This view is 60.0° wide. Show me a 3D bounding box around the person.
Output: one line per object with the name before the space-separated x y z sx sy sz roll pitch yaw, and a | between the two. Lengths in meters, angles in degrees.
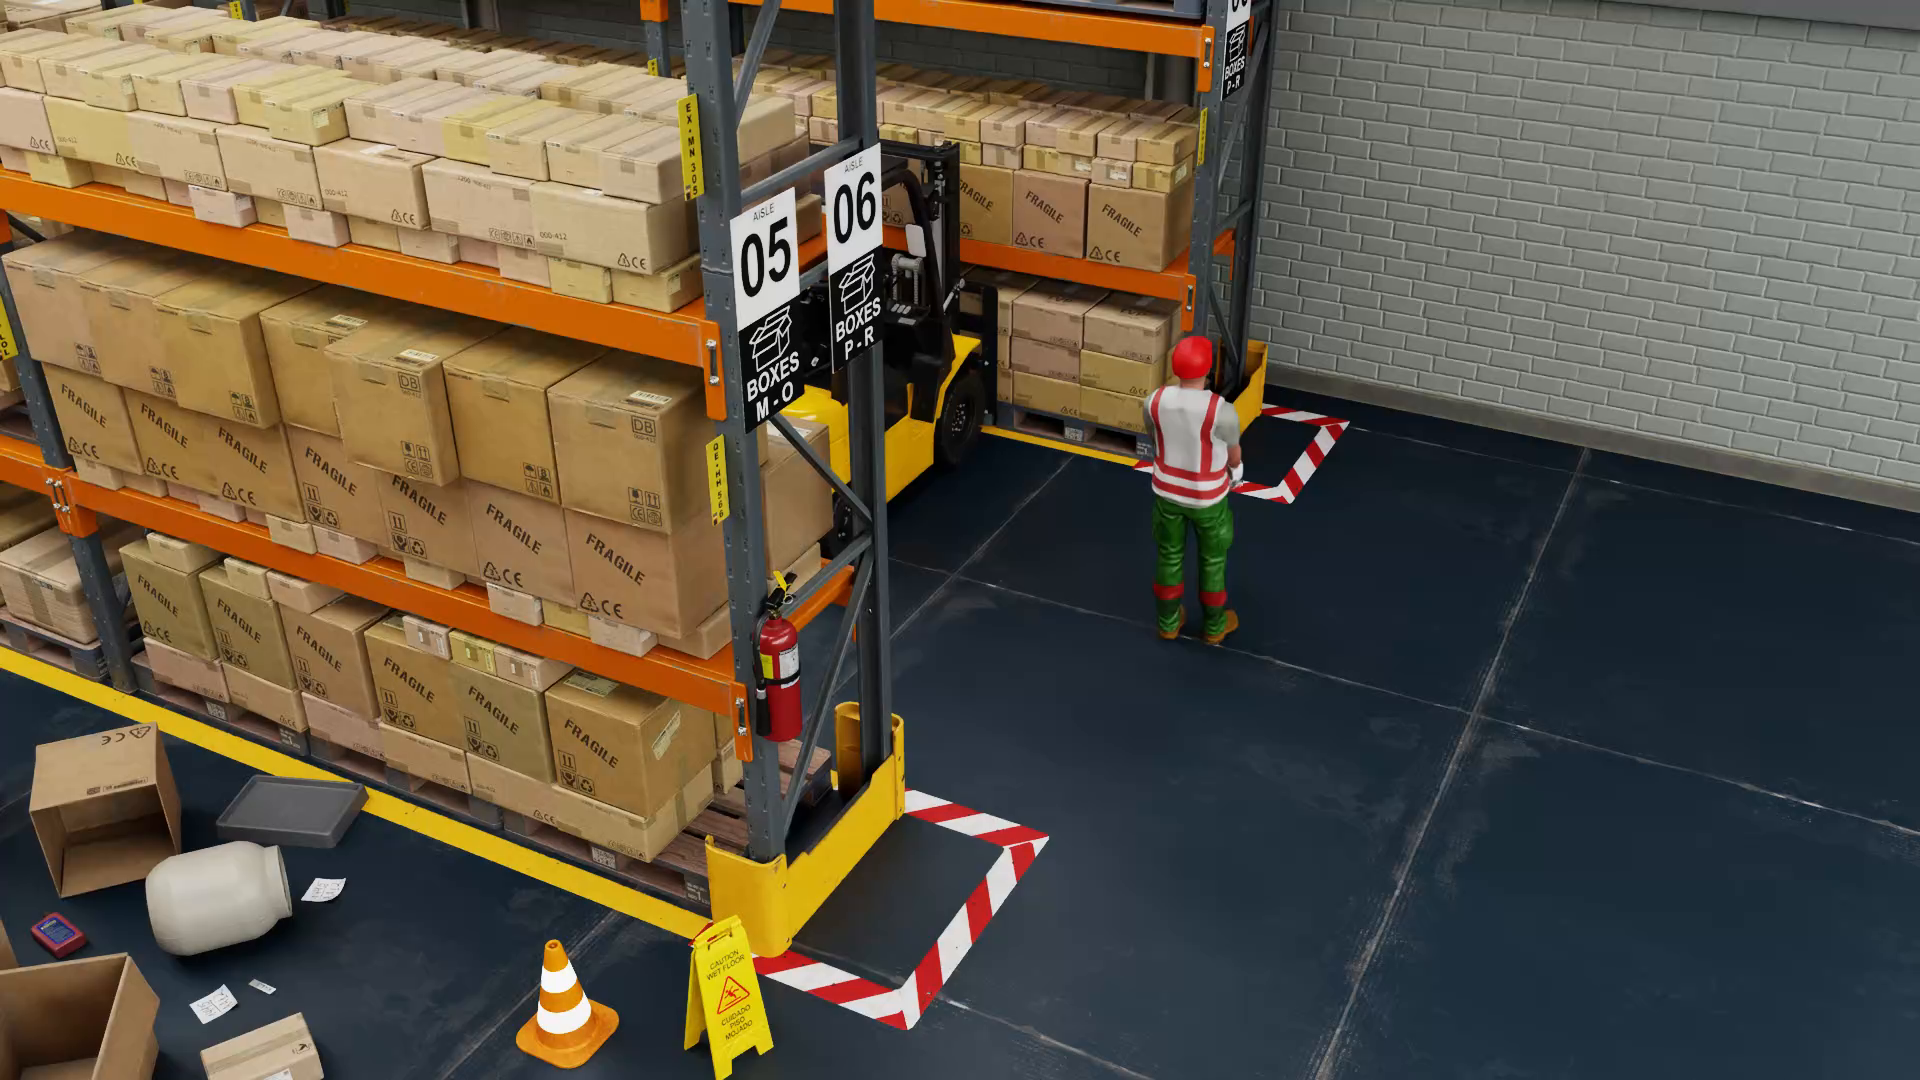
person | 1.234 -0.282 8.757 0.533 1.793 0.526 14 33 23
